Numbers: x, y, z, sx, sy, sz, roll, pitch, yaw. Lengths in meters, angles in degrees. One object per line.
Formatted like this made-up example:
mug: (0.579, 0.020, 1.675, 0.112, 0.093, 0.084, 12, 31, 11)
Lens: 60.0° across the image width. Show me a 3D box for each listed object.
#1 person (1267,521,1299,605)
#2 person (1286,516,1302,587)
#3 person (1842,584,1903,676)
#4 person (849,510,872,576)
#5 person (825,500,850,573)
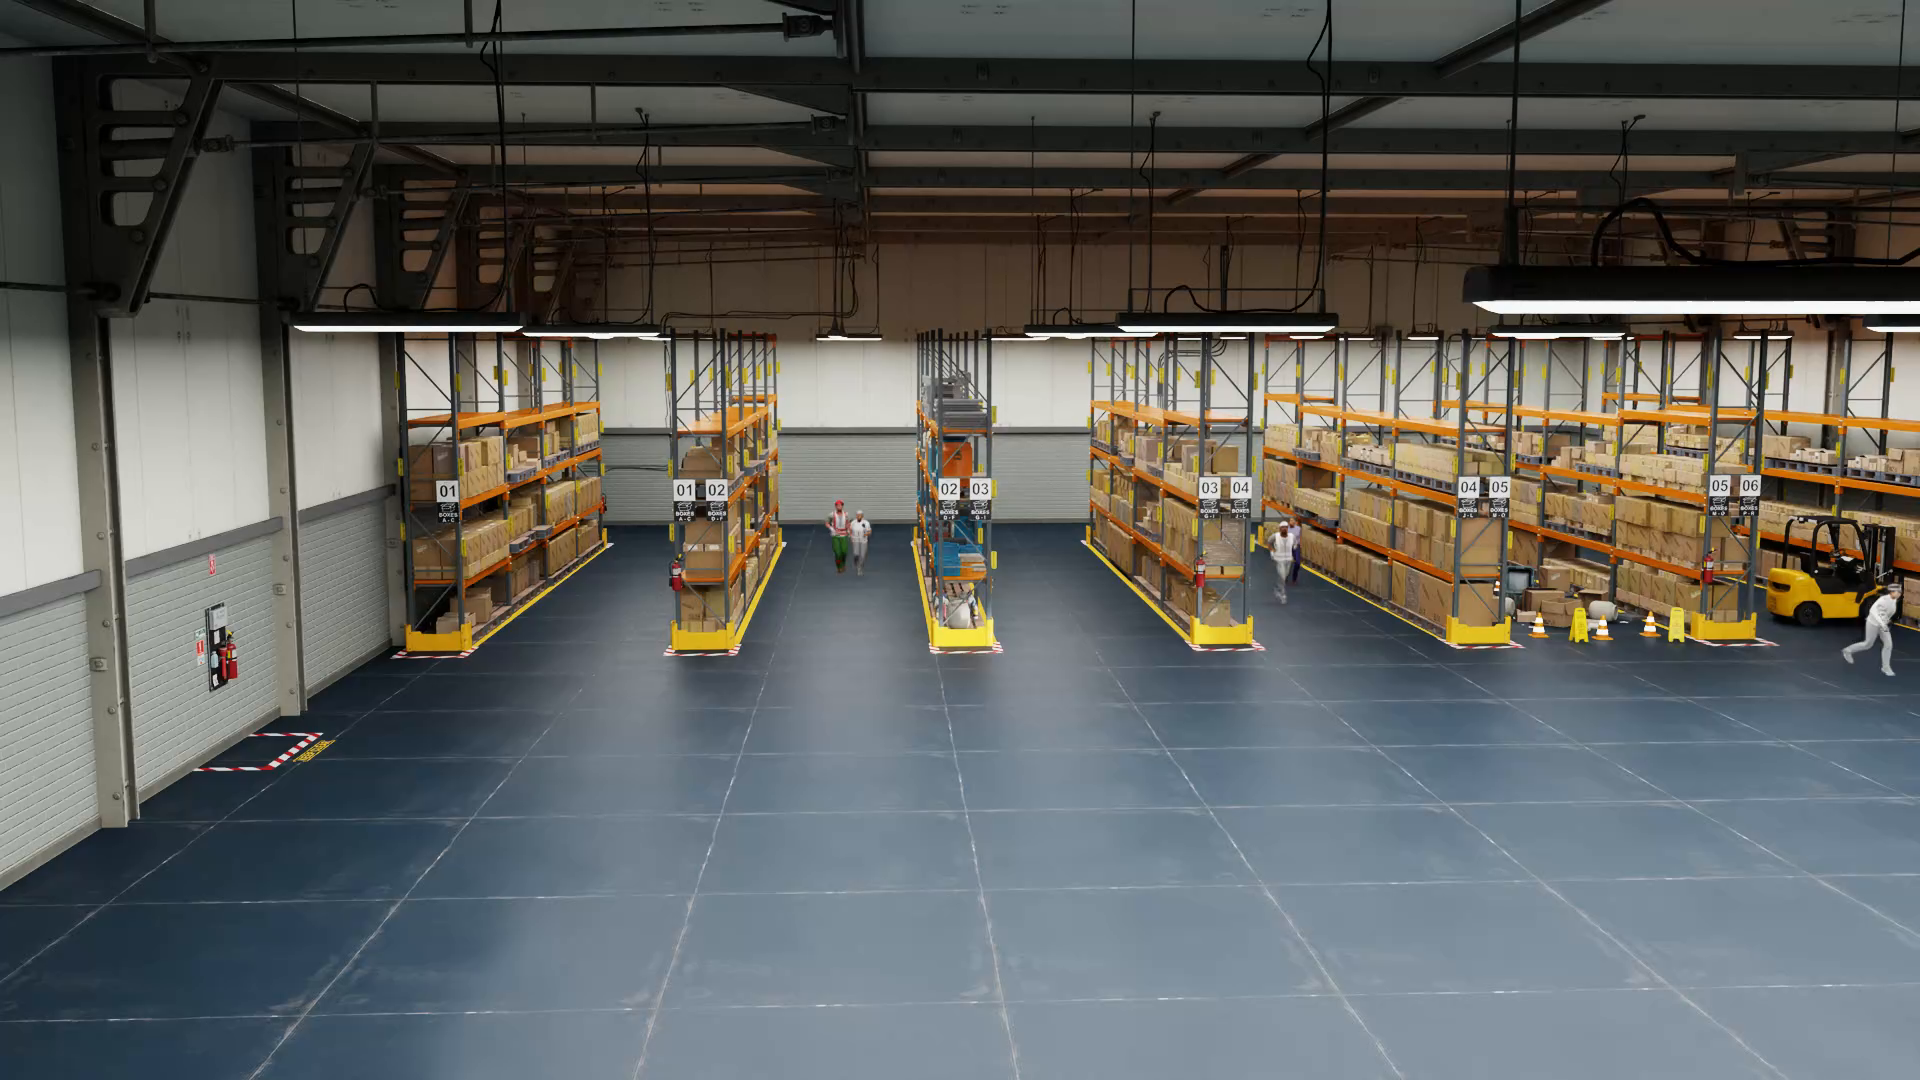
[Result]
person: (7.201, 0.490, 36.972, 0.650, 1.843, 0.823, -1, 7, -12)
person: (7.875, 0.280, 39.544, 0.557, 1.679, 0.760, 1, 7, 4)
person: (15.977, 1.525, 29.119, 0.646, 1.629, 0.960, -5, 8, -37)
person: (-2.459, 0.081, 40.914, 0.581, 1.632, 0.638, 0, 7, -2)
person: (-2.869, -0.080, 39.457, 0.636, 1.746, 0.577, -2, 7, -16)
